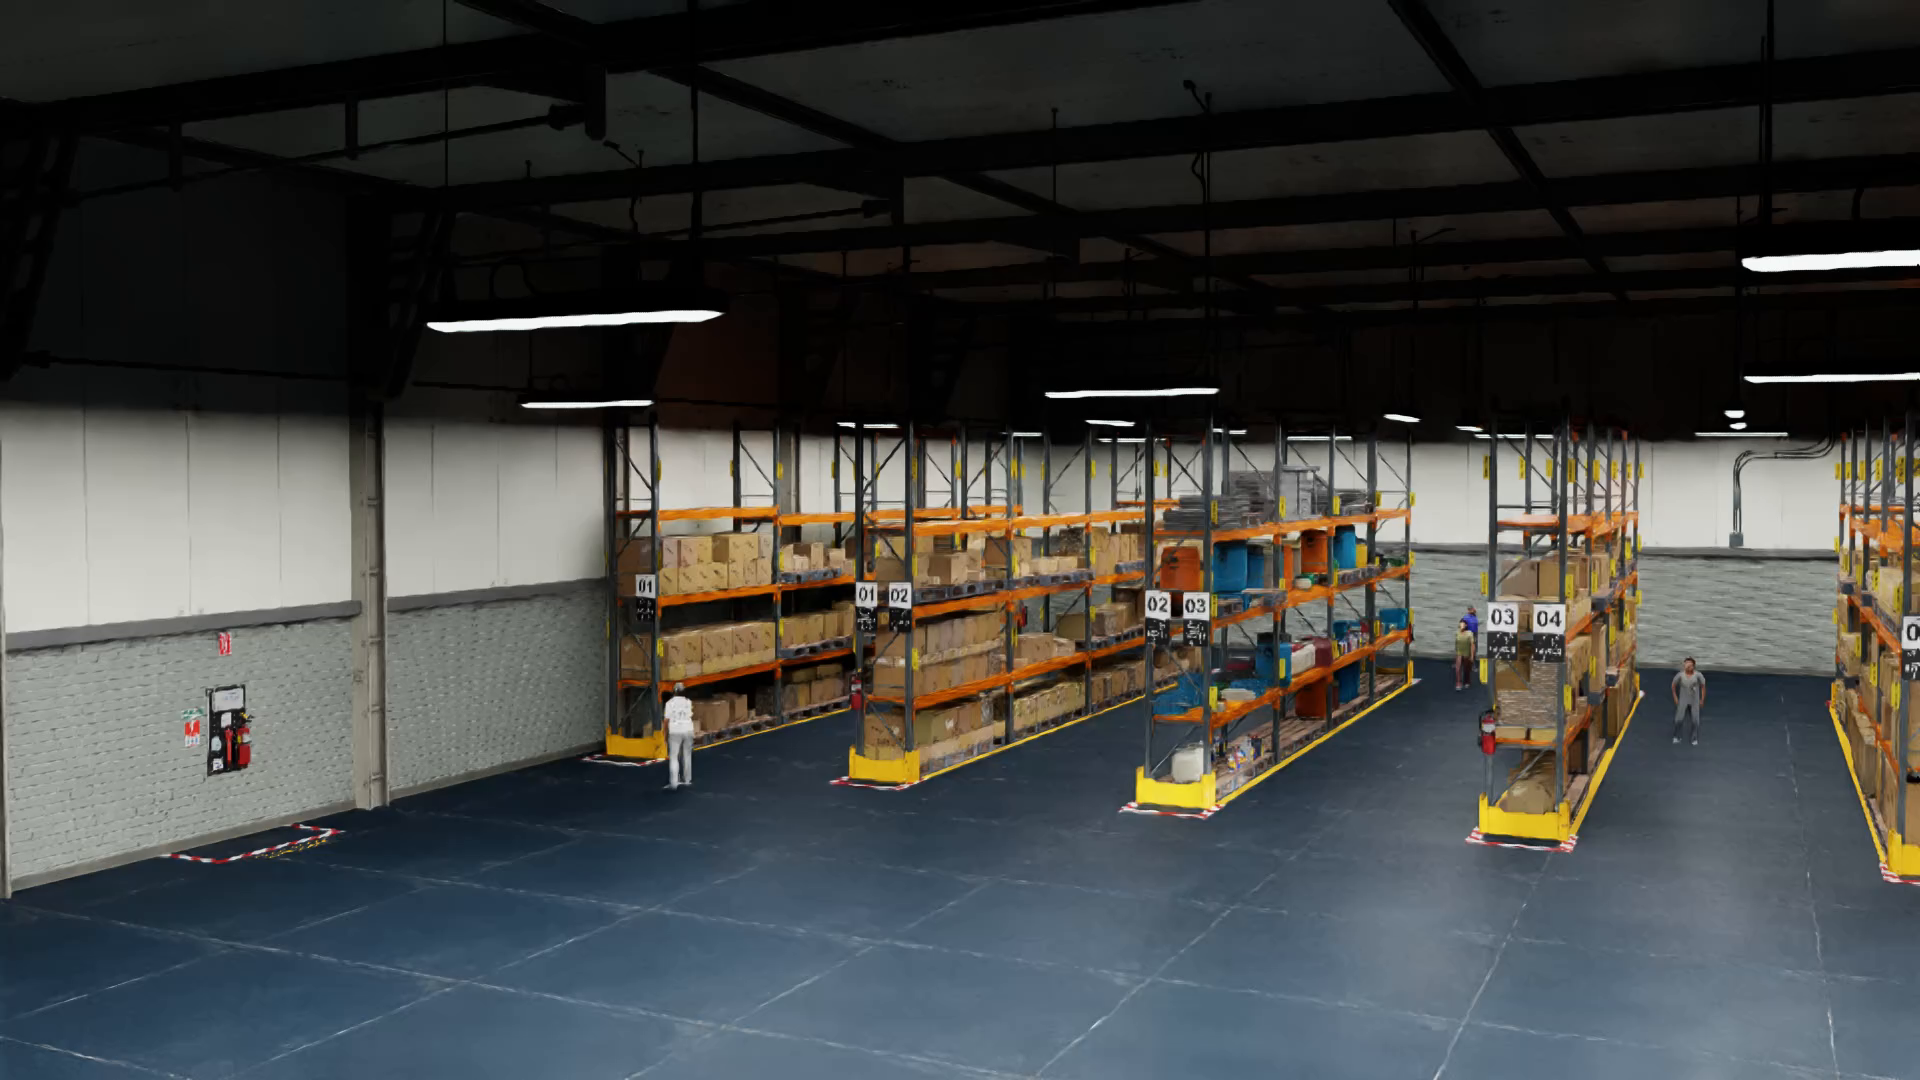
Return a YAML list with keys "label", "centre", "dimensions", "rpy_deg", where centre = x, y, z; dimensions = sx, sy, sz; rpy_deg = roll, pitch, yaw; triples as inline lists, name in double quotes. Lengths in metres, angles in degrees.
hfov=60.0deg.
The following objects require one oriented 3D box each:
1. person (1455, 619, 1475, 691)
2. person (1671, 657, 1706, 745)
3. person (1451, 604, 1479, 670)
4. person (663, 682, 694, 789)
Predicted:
- label: "person"
  centre: [11.474, 2.610, 37.824]
  dimensions: [0.456, 1.593, 1.019]
  rpy_deg: [1, 3, 24]
- label: "person"
  centre: [13.249, 2.928, 30.238]
  dimensions: [0.580, 1.617, 0.507]
  rpy_deg: [1, 3, 23]
- label: "person"
  centre: [12.646, 2.432, 41.663]
  dimensions: [0.651, 1.654, 0.471]
  rpy_deg: [-1, 3, -18]
- label: "person"
  centre: [-4.444, 3.067, 26.128]
  dimensions: [0.523, 1.660, 0.478]
  rpy_deg: [-2, 3, -35]
